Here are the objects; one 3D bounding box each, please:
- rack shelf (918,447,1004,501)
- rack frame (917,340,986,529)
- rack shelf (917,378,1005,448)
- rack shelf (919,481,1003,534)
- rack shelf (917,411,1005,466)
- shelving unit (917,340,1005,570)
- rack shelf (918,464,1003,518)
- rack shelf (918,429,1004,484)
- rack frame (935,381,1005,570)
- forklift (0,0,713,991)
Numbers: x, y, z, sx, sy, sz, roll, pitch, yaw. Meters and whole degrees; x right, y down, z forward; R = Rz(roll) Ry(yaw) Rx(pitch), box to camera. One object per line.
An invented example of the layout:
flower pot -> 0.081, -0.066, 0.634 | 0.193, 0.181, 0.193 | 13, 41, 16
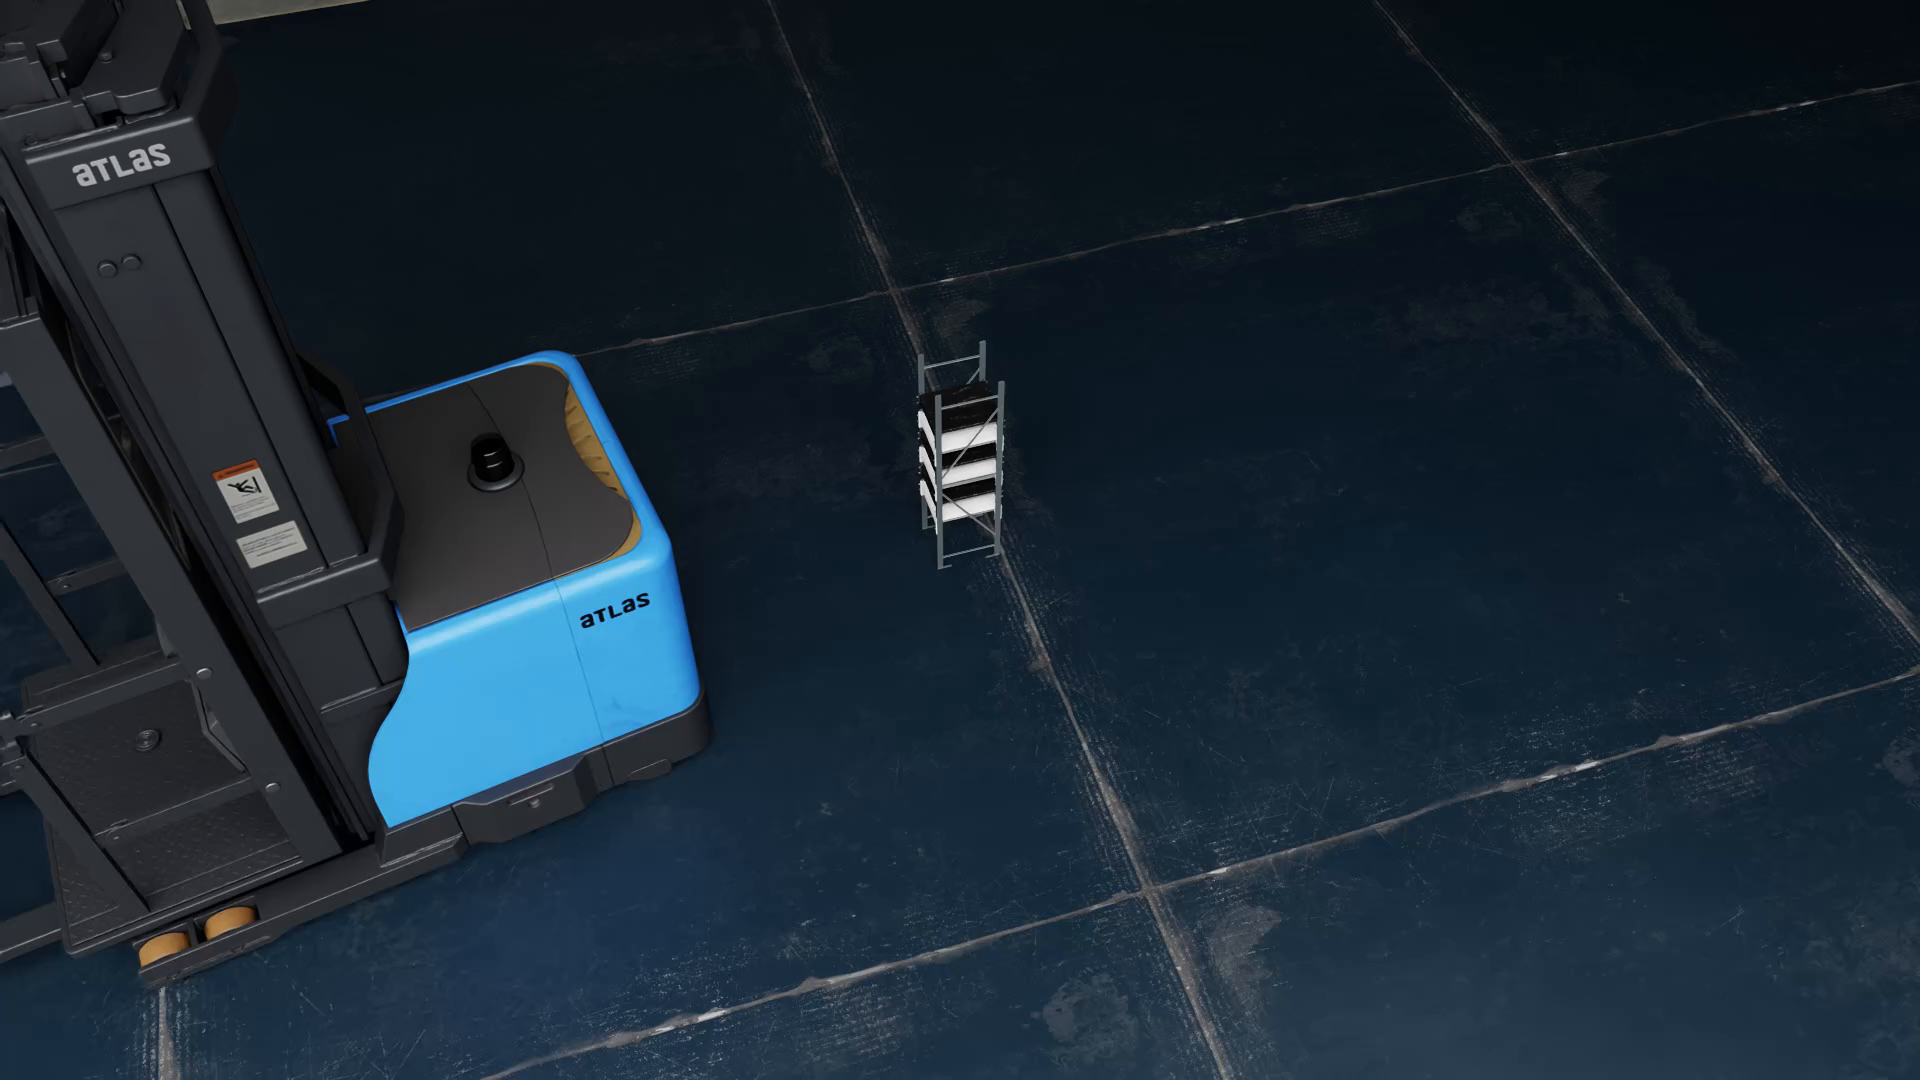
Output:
rack shelf -> 0.002, -0.263, 5.926 | 0.258, 0.077, 0.200 | -13, 51, -11
rack frame -> -0.028, -0.358, 5.964 | 0.240, 0.900, 0.006 | -13, 51, -11
rack shelf -> 0.002, -0.437, 5.720 | 0.258, 0.077, 0.200 | -13, 51, -11
rack shelf -> 0.002, -0.147, 6.064 | 0.258, 0.077, 0.200 | -13, 51, -11
rack shelf -> 0.002, -0.379, 5.789 | 0.258, 0.077, 0.200 | -13, 51, -11
shelving unit -> 0.002, -0.284, 5.901 | 0.258, 0.900, 0.210 | -13, 51, -11
rack shelf -> 0.002, -0.205, 5.995 | 0.258, 0.077, 0.200 | -13, 51, -11
rack shelf -> 0.002, -0.321, 5.858 | 0.258, 0.077, 0.200 | -13, 51, -11
rack frame -> 0.032, -0.210, 5.838 | 0.240, 0.900, 0.006 | -13, 51, -11
forklift -> -2.386, -0.054, 4.378 | 3.031, 2.935, 1.130 | -21, 53, -17
